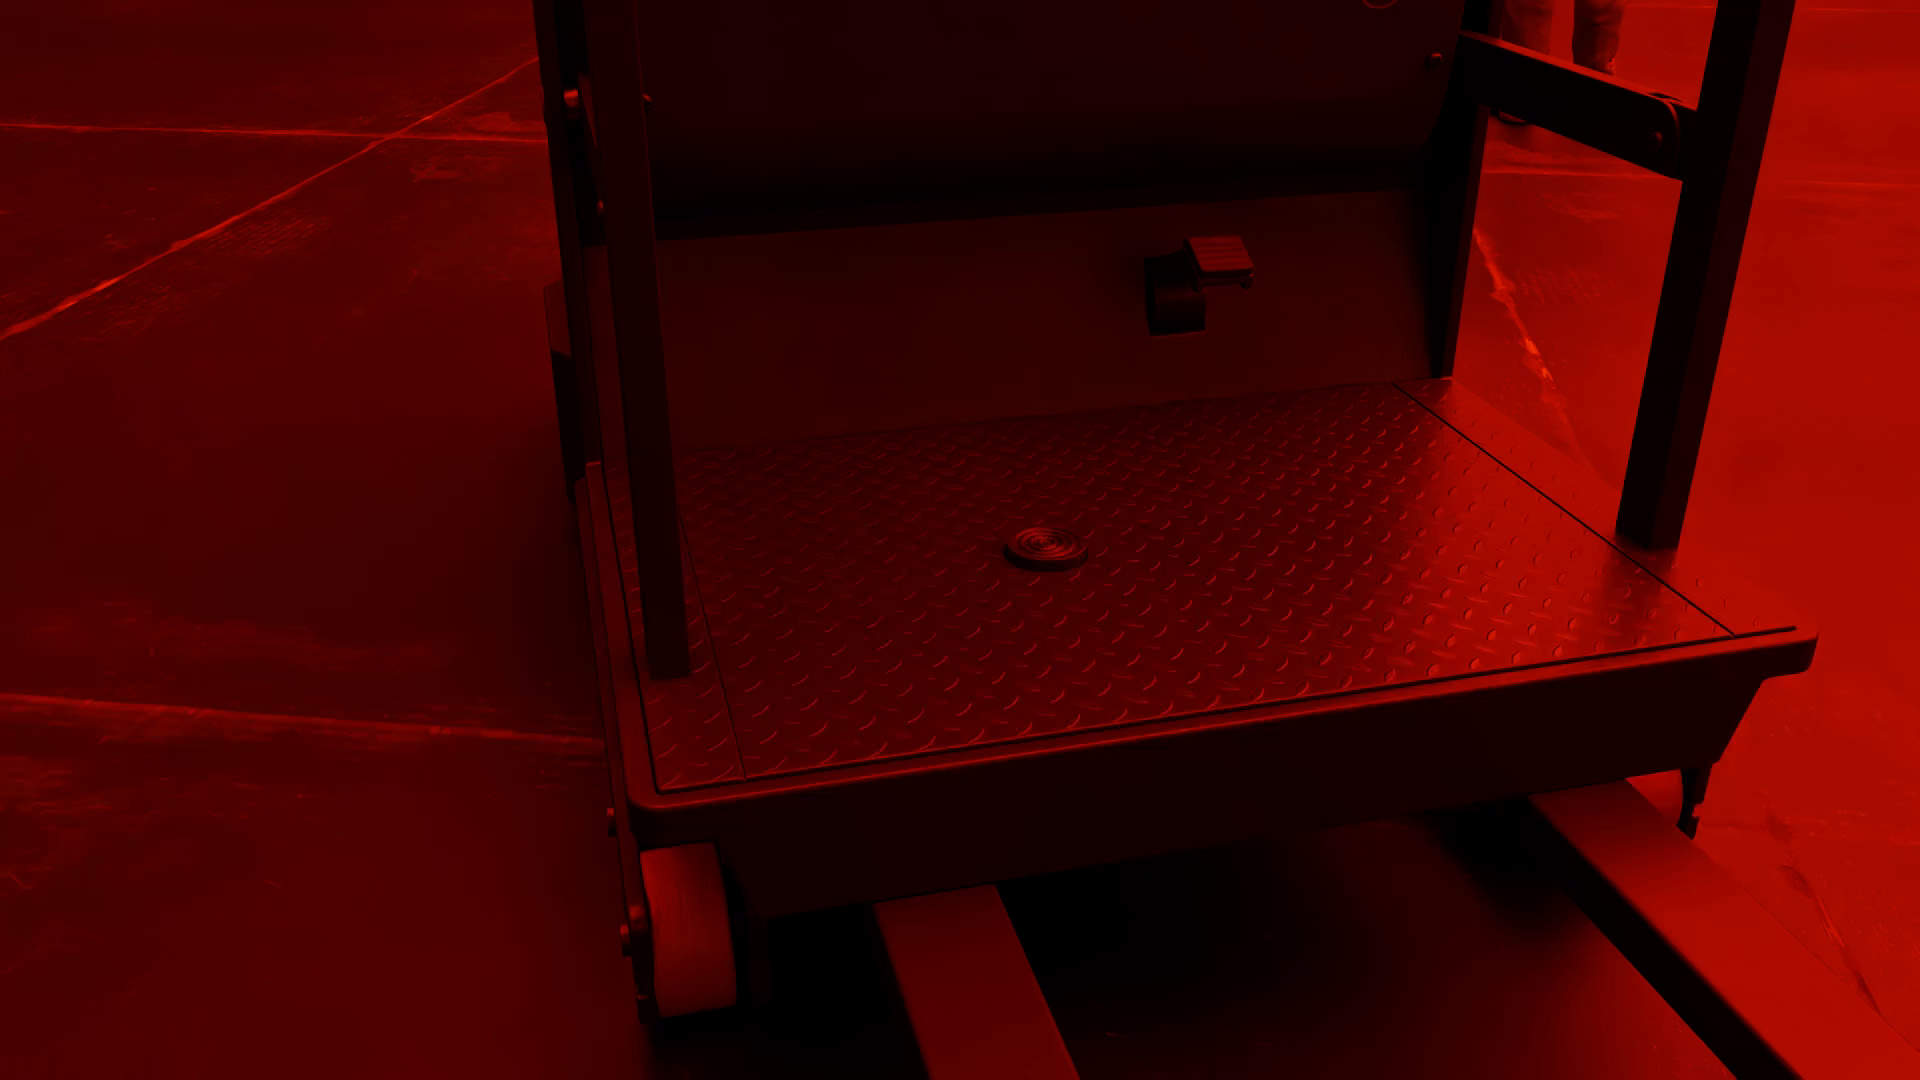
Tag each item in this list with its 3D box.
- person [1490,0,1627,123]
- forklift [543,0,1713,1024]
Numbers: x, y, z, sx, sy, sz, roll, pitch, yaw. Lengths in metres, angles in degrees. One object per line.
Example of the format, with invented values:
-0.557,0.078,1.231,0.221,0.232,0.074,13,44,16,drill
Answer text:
1.720,-2.099,4.713,0.666,1.767,0.576,3,27,7,person
0.016,-1.245,1.812,1.129,2.843,1.939,-7,27,-13,forklift
